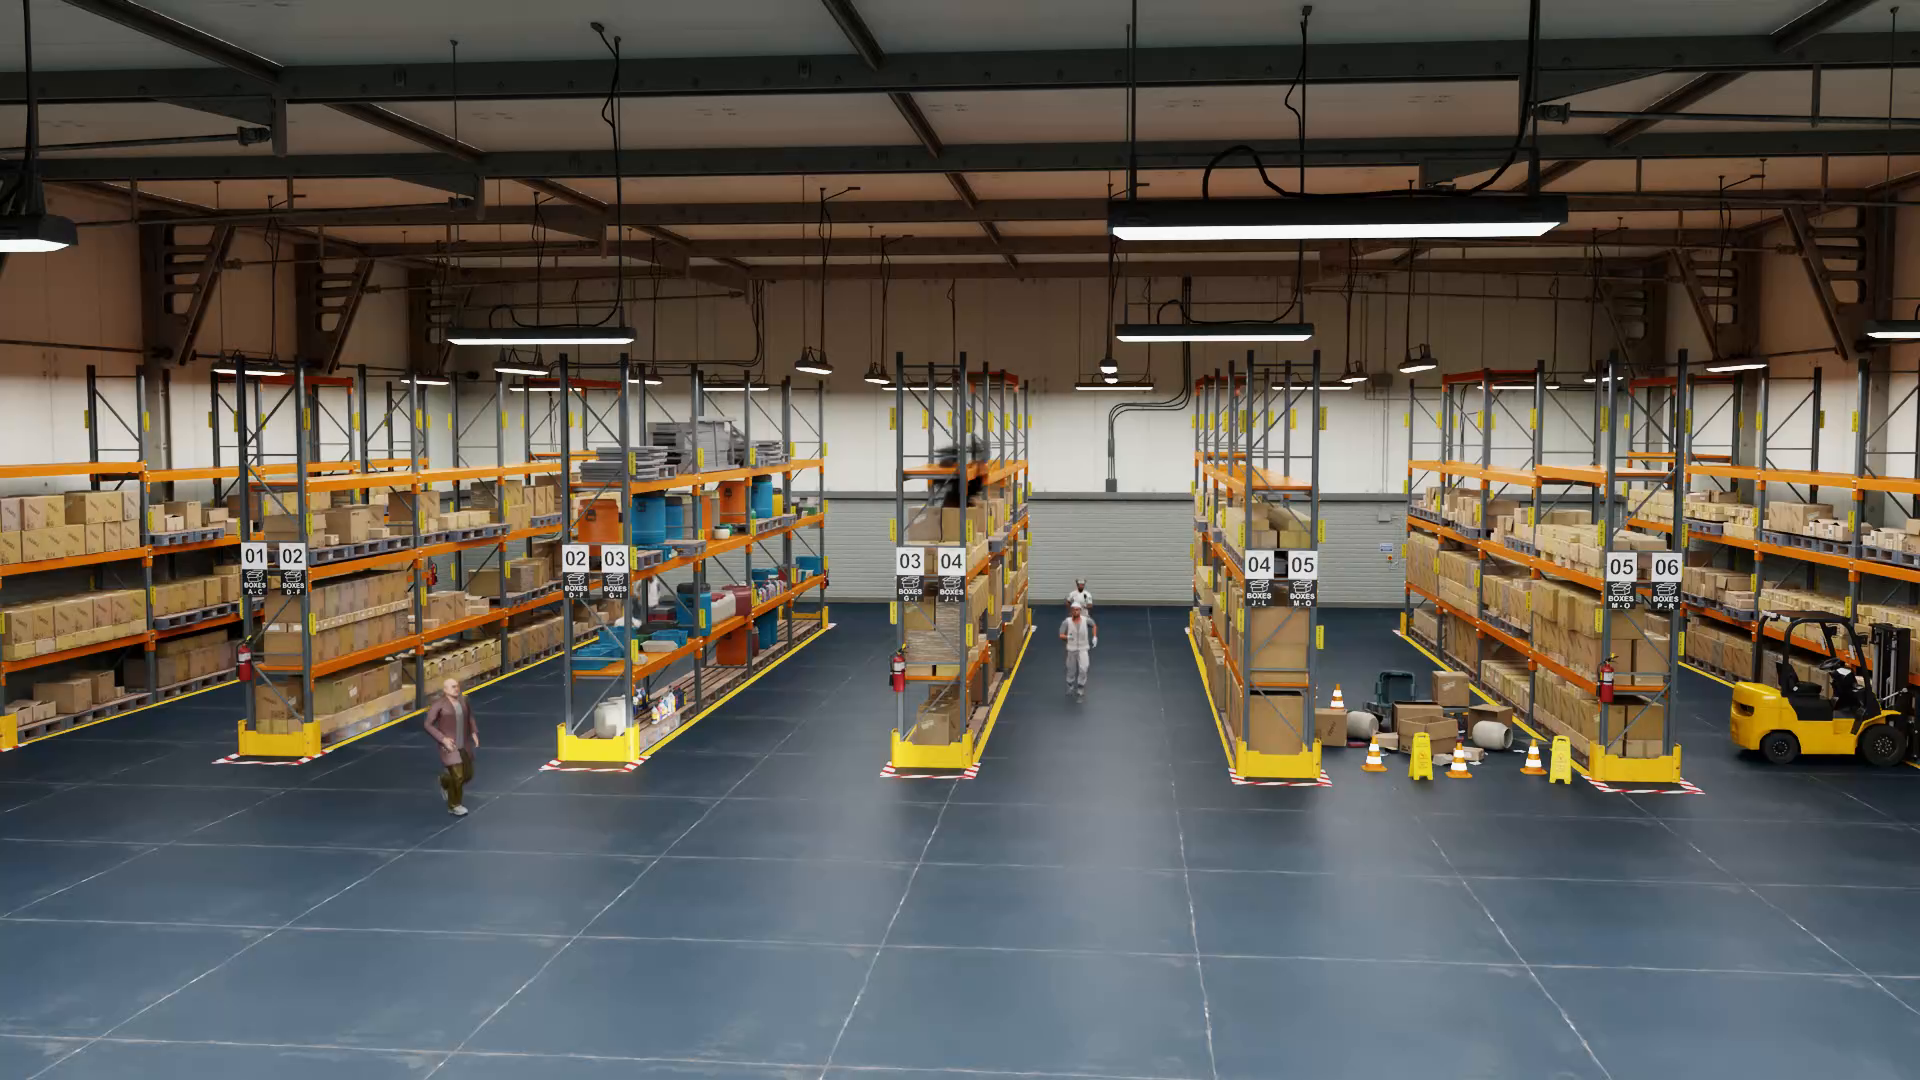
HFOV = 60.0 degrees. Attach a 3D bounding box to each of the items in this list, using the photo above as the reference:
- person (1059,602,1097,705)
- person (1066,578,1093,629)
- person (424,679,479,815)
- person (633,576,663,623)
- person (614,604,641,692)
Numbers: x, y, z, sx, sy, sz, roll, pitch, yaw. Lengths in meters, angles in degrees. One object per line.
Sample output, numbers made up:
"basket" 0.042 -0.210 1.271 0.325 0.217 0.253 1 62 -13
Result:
"person" 2.103 2.004 29.660 0.671 1.819 0.911 0 4 4
"person" 2.535 1.662 35.215 0.542 1.731 0.702 0 4 -3
"person" -6.517 2.624 21.250 0.686 1.729 0.756 3 5 34
"person" -6.996 1.481 37.279 0.654 1.778 0.836 -1 4 -9
"person" -6.174 1.983 30.889 0.615 1.647 0.575 0 4 1
